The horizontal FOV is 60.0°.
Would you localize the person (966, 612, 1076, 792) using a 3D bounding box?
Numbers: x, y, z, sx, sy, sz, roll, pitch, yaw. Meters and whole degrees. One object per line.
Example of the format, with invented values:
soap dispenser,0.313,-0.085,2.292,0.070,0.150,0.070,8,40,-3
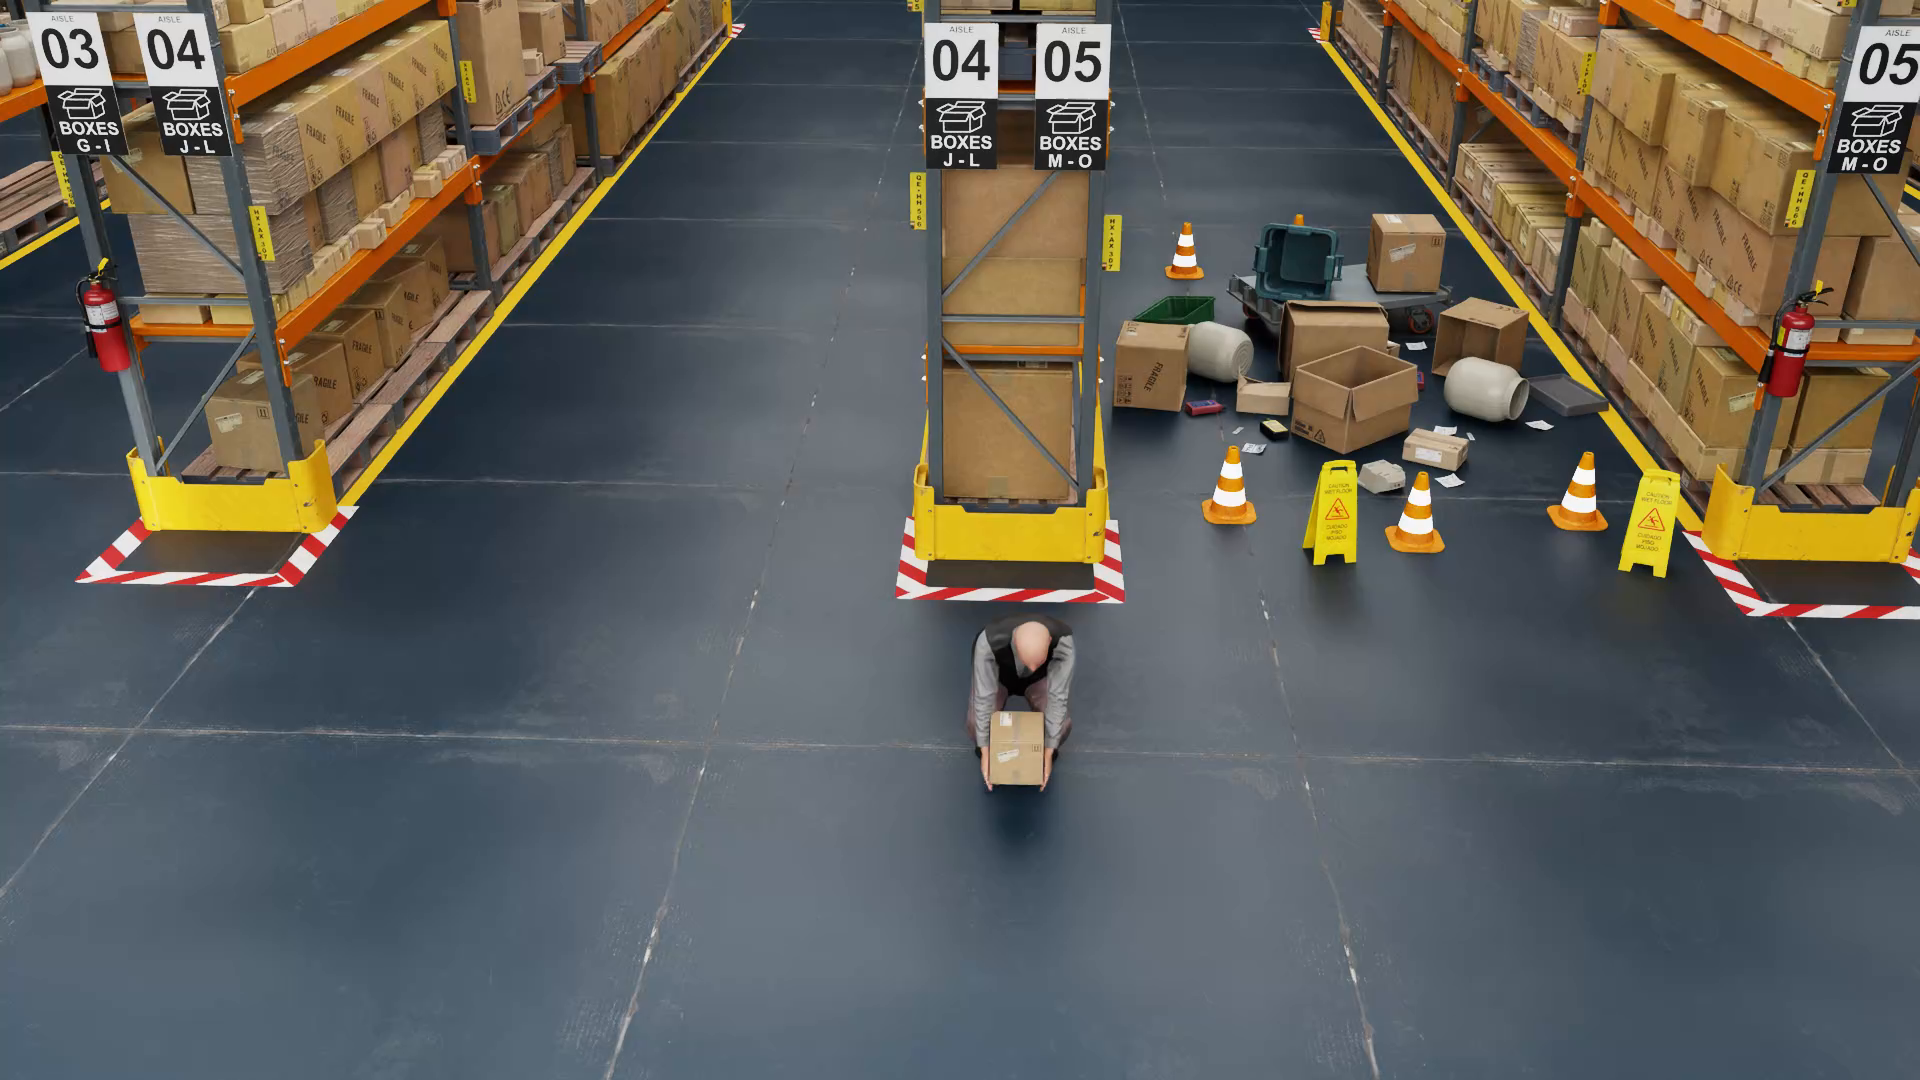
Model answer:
person,0.293,0.700,8.137,0.525,0.974,0.869,1,28,1
